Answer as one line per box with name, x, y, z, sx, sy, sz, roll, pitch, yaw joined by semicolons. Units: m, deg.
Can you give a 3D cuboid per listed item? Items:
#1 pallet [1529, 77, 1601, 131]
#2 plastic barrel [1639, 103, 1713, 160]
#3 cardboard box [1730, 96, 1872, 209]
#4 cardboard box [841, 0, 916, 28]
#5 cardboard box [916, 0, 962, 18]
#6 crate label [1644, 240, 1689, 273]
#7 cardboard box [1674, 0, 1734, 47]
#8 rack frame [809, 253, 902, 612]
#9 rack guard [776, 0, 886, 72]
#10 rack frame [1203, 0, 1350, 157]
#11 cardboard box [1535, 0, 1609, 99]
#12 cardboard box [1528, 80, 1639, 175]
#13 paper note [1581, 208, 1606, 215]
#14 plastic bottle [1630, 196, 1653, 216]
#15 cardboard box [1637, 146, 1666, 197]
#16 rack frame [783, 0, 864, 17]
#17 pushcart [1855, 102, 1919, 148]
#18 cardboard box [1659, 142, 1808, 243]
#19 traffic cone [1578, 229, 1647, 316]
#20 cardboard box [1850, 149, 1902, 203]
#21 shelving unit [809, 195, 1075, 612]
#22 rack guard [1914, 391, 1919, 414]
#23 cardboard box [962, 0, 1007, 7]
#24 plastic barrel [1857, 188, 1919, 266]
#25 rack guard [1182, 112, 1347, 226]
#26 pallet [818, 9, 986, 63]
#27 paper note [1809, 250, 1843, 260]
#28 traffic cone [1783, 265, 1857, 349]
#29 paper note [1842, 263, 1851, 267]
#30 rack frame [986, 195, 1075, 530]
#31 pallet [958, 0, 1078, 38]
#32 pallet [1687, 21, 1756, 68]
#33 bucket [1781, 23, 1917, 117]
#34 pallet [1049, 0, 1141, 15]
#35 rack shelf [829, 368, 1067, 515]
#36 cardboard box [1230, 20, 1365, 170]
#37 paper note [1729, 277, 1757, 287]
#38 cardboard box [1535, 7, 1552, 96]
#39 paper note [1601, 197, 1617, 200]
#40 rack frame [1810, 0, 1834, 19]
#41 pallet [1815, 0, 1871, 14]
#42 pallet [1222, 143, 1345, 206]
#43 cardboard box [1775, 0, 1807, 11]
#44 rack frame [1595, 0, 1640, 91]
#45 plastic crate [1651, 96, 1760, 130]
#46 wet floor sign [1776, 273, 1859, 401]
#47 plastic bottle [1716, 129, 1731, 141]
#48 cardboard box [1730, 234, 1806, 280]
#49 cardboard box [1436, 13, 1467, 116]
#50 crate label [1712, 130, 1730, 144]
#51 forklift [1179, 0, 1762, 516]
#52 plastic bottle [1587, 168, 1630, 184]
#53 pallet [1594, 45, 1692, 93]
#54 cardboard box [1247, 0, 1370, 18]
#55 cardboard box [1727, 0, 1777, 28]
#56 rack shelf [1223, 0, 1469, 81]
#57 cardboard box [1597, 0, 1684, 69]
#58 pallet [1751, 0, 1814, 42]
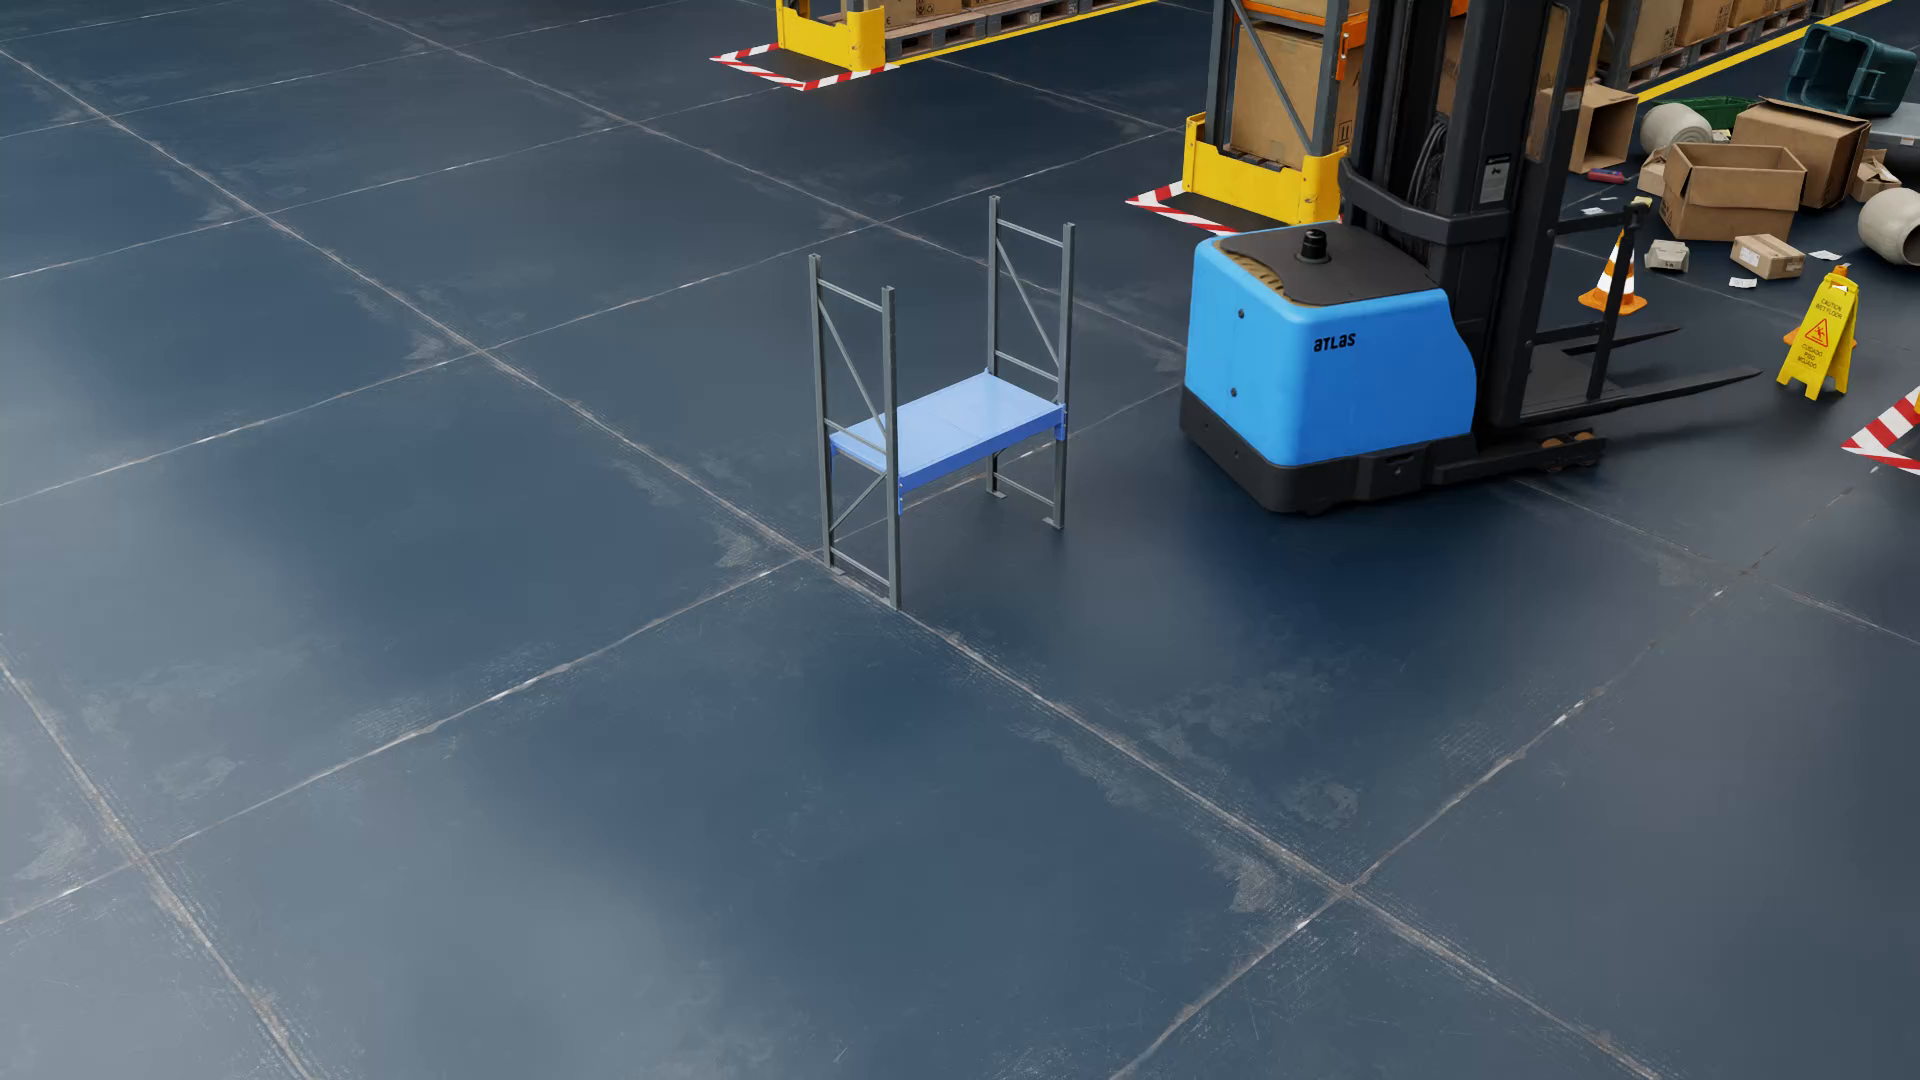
pallet;4.417;-3.623;13.473;1.213;0.211;1.003;-26;40;-35
plastic barrel;5.239;-2.964;12.192;0.421;0.421;0.512;-1;31;-2
cardboard box;5.781;-2.695;11.546;0.503;0.637;0.797;-26;40;-35
cardboard box;-0.734;-4.895;14.873;0.500;0.500;0.500;-18;36;-27
cardboard box;-0.319;-5.120;15.241;0.500;0.500;0.500;-15;35;-23
crate label;4.503;-1.807;10.575;0.250;0.136;0.298;9;33;15
cardboard box;6.132;-4.867;14.589;0.750;0.750;1.050;-26;40;-35
rack frame;-0.435;-0.429;7.014;0.032;1.500;0.500;-26;40;-35
rack guard;-1.148;-4.528;14.675;0.348;0.500;1.175;-26;40;-35
rack frame;2.095;-3.634;10.817;0.127;3.000;1.000;-26;40;-35
cardboard box;4.519;-4.129;13.261;0.875;0.875;0.875;-25;39;-35
cardboard box;4.587;-3.044;12.247;0.500;0.500;0.500;-19;36;-28
paper note;4.368;-2.258;11.416;0.142;0.017;0.144;-12;34;-19
plastic bottle;4.705;-2.319;11.483;0.133;0.061;0.283;15;34;23
cardboard box;5.020;-2.572;11.702;0.258;0.266;0.396;-19;36;-28
rack frame;-1.204;-5.567;13.979;0.127;3.000;1.000;-26;40;-35
pushcart;6.881;-2.931;12.181;1.648;0.377;0.936;15;34;23
cardboard box;5.101;-2.303;11.033;0.797;0.503;0.637;4;32;6
traffic cone;3.969;-1.644;9.995;0.334;0.463;0.336;-26;40;-35
cardboard box;6.411;-2.561;11.683;0.258;0.266;0.396;4;32;6
shelving unit;-0.063;-0.610;7.309;1.048;1.500;0.538;-26;40;-35
rack guard;5.590;-0.737;8.476;0.348;0.500;1.175;-26;40;-35
cardboard box;0.153;-5.335;15.593;0.500;0.500;0.500;-22;38;-31
plastic barrel;6.020;-1.989;10.597;0.421;0.421;0.512;-1;31;-2
rack guard;2.077;-2.559;11.456;0.348;0.500;1.175;-26;40;-35
pallet;-0.528;-4.679;15.200;1.213;0.211;1.003;-26;40;-35
paper note;5.599;-1.845;10.749;0.142;0.019;0.148;-12;34;-19
traffic cone;4.973;-1.340;9.498;0.334;0.463;0.336;-26;40;-35
paper note;5.639;-1.746;10.596;0.123;0.001;0.032;-26;40;-35
rack frame;0.310;-0.790;7.604;0.032;1.500;0.500;-26;40;-35
pallet;0.366;-5.110;15.904;1.213;0.211;1.003;-26;40;-35
pallet;6.437;-4.601;15.071;1.213;0.211;1.003;-26;40;-35
bucket;6.496;-3.374;12.074;0.620;0.611;0.726;-3;30;-25
pallet;1.261;-5.545;16.615;1.213;0.211;1.003;-26;40;-35
rack shelf;-0.063;-0.456;7.403;1.000;0.185;0.538;-26;40;-35
cardboard box;2.547;-3.172;11.697;0.875;0.875;0.875;-26;40;-35
paper note;4.874;-1.606;10.348;0.148;0.019;0.142;15;34;23
cardboard box;3.861;-3.808;12.736;0.875;0.875;0.875;-25;40;-35
paper note;4.546;-2.392;11.652;0.123;0.001;0.032;-7;32;-11
rack frame;7.961;-6.472;15.458;0.127;3.000;1.000;-26;40;-35
pallet;8.535;-5.559;16.638;1.213;0.211;1.003;-26;40;-35
pallet;2.628;-2.758;12.058;1.213;0.211;1.003;-26;40;-35
cardboard box;7.453;-5.509;15.638;0.750;0.750;1.050;-26;40;-36
rack frame;5.028;-5.053;13.138;0.127;3.000;1.000;-26;40;-35
plastic crate;5.791;-3.315;12.936;0.662;0.188;0.450;-7;22;-11
wet floor sign;4.668;-1.114;8.953;0.232;0.644;0.267;-12;34;-19
plastic bottle;5.851;-3.124;12.800;0.133;0.061;0.283;9;33;15
cardboard box;5.122;-1.797;10.547;0.250;0.149;0.380;-7;32;-11
cardboard box;3.191;-3.485;12.209;0.875;0.875;0.875;-27;40;-36
crate label;5.627;-2.981;12.494;0.298;0.136;0.250;4;32;6
forklift;2.700;-1.834;7.939;3.031;2.935;1.130;-11;33;-17
plastic bottle;4.675;-2.616;11.970;0.283;0.061;0.133;15;34;23
pallet;5.542;-4.166;14.360;1.213;0.211;1.003;-26;40;-35
cardboard box;2.336;-3.847;11.022;0.550;0.550;0.875;-26;40;-35
cardboard box;6.814;-5.198;15.129;0.750;0.750;1.050;-25;39;-35
rack shelf;3.561;-4.036;12.165;4.000;0.370;1.077;-26;40;-35
cardboard box;5.422;-4.527;14.031;0.750;0.750;1.050;-26;40;-36
pallet;7.332;-5.031;15.775;1.213;0.211;1.003;-26;40;-35
